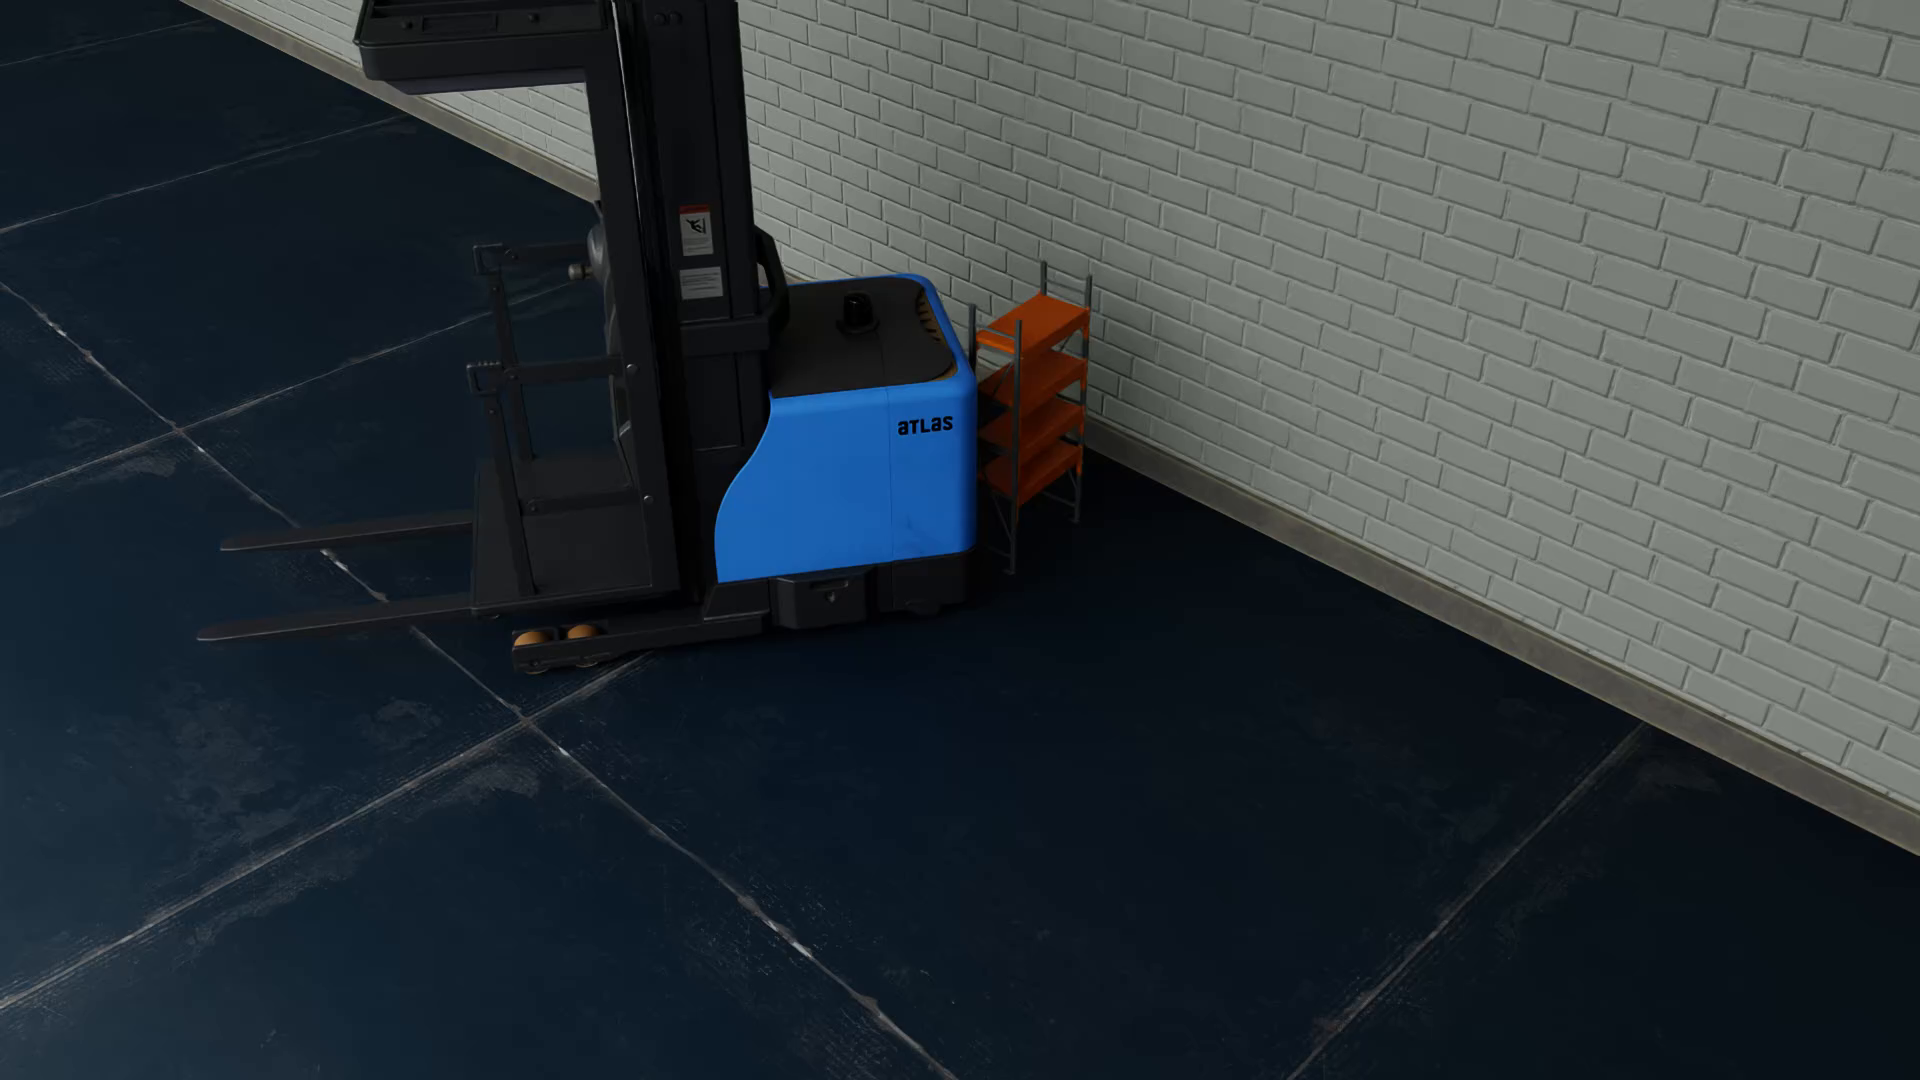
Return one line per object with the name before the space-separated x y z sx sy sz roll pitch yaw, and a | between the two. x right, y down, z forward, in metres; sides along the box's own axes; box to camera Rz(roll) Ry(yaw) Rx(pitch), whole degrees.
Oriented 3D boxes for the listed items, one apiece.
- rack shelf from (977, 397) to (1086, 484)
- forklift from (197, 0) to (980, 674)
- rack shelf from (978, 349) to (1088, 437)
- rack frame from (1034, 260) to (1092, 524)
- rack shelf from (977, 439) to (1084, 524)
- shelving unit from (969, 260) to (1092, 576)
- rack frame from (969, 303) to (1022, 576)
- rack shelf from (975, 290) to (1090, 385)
rack shelf | 0.284 -0.442 6.952 0.258 0.148 0.480 23 41 30
forklift | -1.491 -1.010 6.136 3.031 2.935 1.130 -7 36 -10
rack shelf | 0.284 -0.625 6.824 0.258 0.148 0.480 23 41 30
rack frame | 0.431 -0.608 7.073 0.240 1.200 0.015 23 41 30
rack shelf | 0.284 -0.279 7.066 0.258 0.148 0.480 23 41 30
shelving unit | 0.284 -0.497 6.914 0.258 1.200 0.503 23 41 30
rack frame | 0.136 -0.386 6.754 0.240 1.200 0.015 23 41 30
rack shelf | 0.284 -0.819 6.689 0.258 0.148 0.480 23 41 30
